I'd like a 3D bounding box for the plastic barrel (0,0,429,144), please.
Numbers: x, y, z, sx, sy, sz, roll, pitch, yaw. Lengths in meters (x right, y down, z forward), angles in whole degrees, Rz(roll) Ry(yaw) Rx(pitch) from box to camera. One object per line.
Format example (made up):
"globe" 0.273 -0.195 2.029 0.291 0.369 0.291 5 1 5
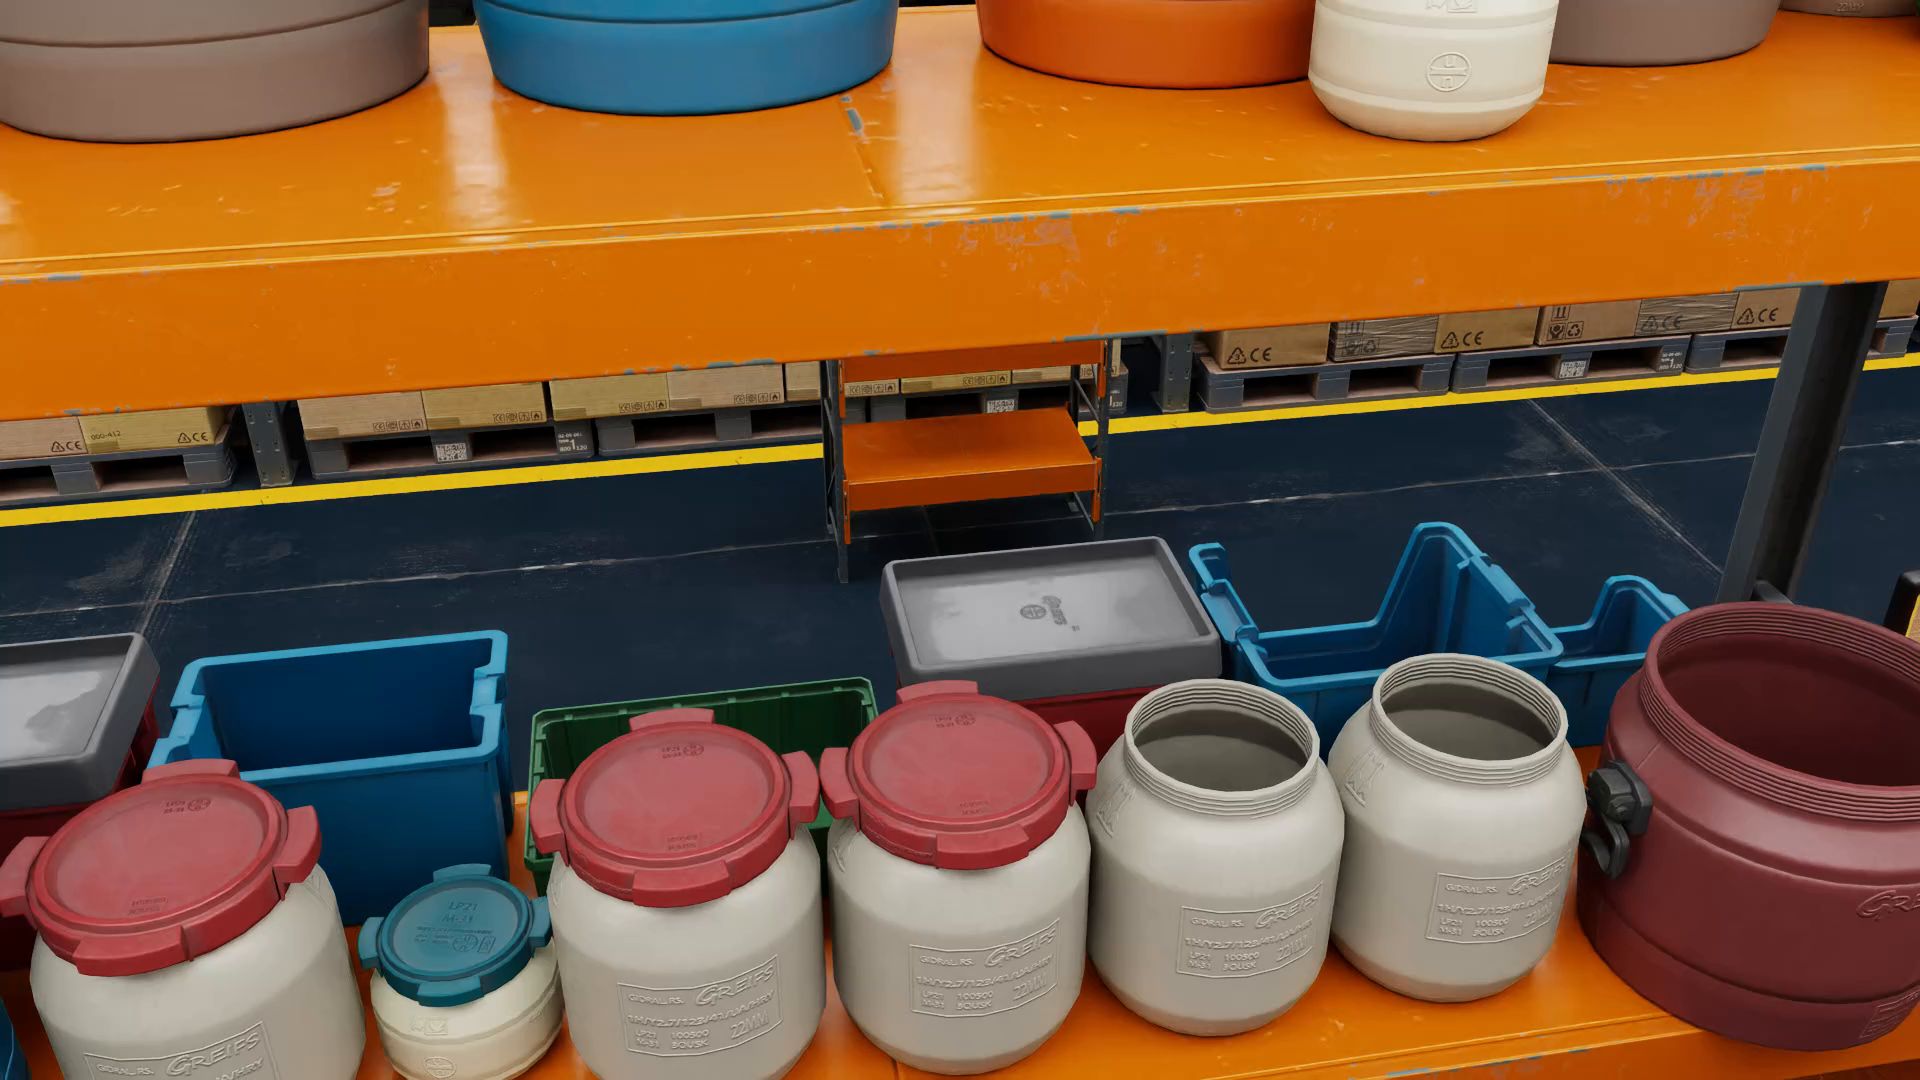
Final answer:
"plastic barrel" -1.026 -1.018 2.069 0.600 0.901 0.600 0 30 0

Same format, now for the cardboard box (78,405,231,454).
"cardboard box" -3.435 -0.609 7.126 0.500 0.250 0.500 -5 31 -9

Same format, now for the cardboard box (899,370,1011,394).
"cardboard box" -0.064 -0.907 7.632 0.500 0.250 0.500 -6 31 -10

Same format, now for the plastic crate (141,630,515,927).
"plastic crate" -1.101 0.456 3.031 0.575 0.384 0.392 -5 31 -9

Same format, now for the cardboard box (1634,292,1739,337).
"cardboard box" 3.436 -1.333 8.090 0.500 0.500 0.500 -5 31 -8

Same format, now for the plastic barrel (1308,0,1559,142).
"plastic barrel" 0.596 -0.661 2.092 0.301 0.262 0.301 0 30 0

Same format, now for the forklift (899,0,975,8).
"forklift" 0.217 -3.375 9.599 3.031 2.935 1.130 -11 32 -18

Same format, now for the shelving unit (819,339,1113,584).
"shelving unit" 0.007 -0.486 6.466 1.048 1.125 0.538 -5 31 -9

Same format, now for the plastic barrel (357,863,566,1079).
"plastic barrel" -0.800 0.720 2.702 0.301 0.262 0.301 0 30 0

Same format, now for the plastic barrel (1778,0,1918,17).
"plastic barrel" 1.444 -1.126 2.636 0.421 0.512 0.421 0 30 0

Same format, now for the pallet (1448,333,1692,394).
"pallet" 2.855 -1.087 8.391 1.213 0.211 1.003 -5 31 -9

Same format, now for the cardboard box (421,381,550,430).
"cardboard box" -2.074 -0.720 7.314 0.500 0.250 0.500 -5 31 -8

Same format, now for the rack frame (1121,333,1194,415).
"rack frame" 0.916 -2.130 7.413 0.127 3.000 1.000 -5 31 -9

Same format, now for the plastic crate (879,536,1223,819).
"plastic crate" 0.160 0.307 3.205 0.583 0.464 0.402 -5 31 -9

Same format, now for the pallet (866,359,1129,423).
"pallet" 0.099 -0.872 8.025 1.213 0.211 1.003 -5 31 -9

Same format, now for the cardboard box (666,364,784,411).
"cardboard box" -1.065 -0.815 7.475 0.500 0.250 0.500 -5 31 -8

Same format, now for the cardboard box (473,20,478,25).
"cardboard box" -1.742 -1.918 6.954 0.500 0.500 0.500 -3 31 -5

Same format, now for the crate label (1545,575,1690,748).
"crate label" 1.323 0.264 3.508 0.416 0.233 0.303 -5 31 -9

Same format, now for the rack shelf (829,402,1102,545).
"rack shelf" 0.007 -0.275 6.590 1.000 0.278 0.538 -5 31 -9

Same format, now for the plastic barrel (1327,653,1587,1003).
"plastic barrel" 0.831 0.492 2.844 0.421 0.512 0.421 0 30 0

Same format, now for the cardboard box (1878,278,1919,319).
"cardboard box" 4.417 -1.420 8.237 0.500 0.500 0.500 -5 31 -9

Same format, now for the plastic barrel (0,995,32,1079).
"plastic barrel" -1.695 0.605 2.268 0.708 0.901 0.600 -5 31 -9

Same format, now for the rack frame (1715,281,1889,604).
"rack frame" 1.805 0.340 3.213 0.127 3.000 1.000 -5 31 -9

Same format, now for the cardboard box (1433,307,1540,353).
"cardboard box" 2.424 -1.235 7.923 0.500 0.500 0.500 -6 31 -10

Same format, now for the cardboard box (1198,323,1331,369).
"cardboard box" 1.415 -1.141 7.764 0.500 0.500 0.500 -4 31 -7

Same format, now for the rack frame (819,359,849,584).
"rack frame" -0.493 -0.439 6.387 0.032 1.125 0.500 -5 31 -9

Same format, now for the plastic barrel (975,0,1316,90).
"plastic barrel" 0.314 -1.112 2.299 0.708 0.830 0.600 -5 31 -9

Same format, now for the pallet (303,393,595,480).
"pallet" -2.301 -0.650 7.647 1.213 0.211 1.003 -5 31 -9

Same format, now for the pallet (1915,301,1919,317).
"pallet" 5.526 -1.355 8.847 1.213 0.211 1.003 -5 31 -9

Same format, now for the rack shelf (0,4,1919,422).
"rack shelf" -0.163 -0.461 2.324 4.000 0.370 1.077 -5 31 -9

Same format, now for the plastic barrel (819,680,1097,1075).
"plastic barrel" -0.002 0.562 2.701 0.433 0.535 0.433 0 30 0
